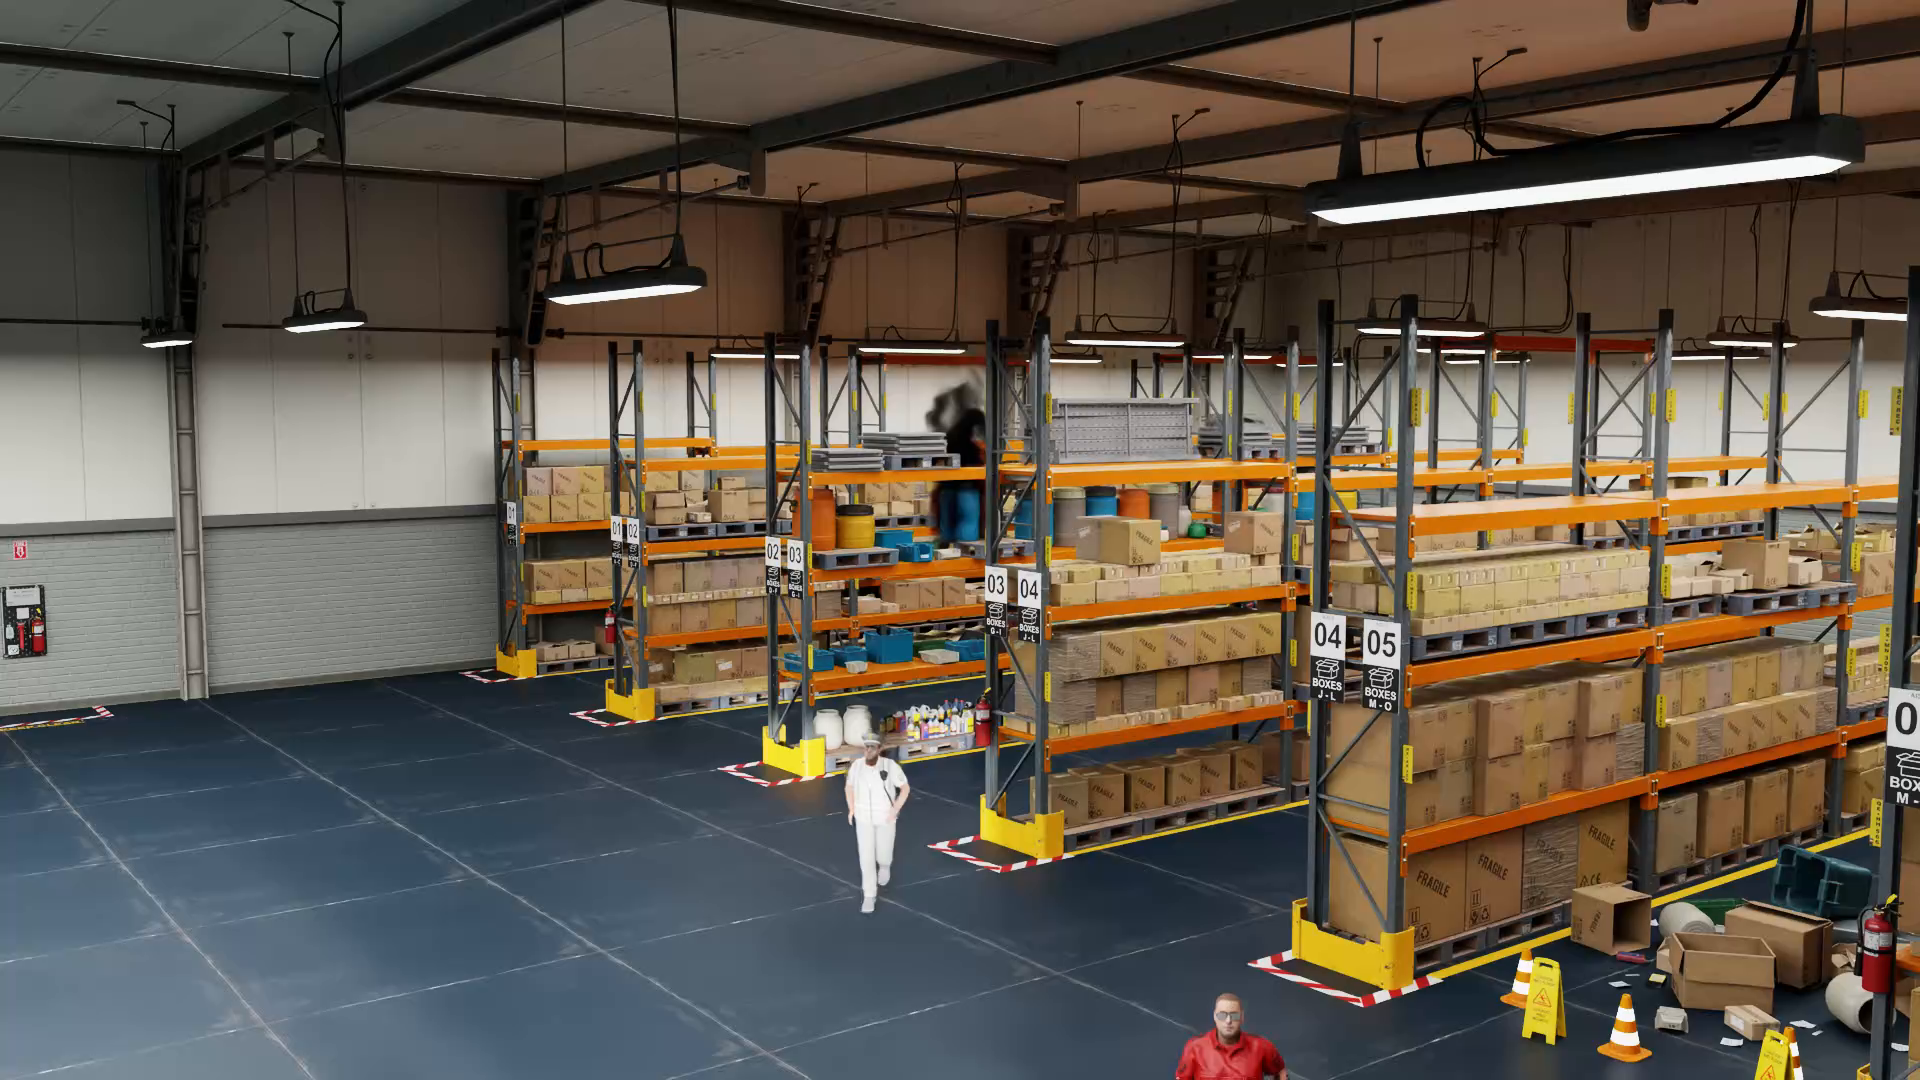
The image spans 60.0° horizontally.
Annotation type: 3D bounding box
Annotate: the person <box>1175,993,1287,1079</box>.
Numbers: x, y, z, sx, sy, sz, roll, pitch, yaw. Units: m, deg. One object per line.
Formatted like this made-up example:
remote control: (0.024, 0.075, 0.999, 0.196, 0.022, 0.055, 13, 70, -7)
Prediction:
person: (1.550, 3.483, 9.567, 0.648, 1.705, 0.621, 1, 5, 11)

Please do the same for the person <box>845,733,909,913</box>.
person: (-0.841, 2.806, 16.875, 0.673, 1.782, 0.779, 1, 5, 7)
